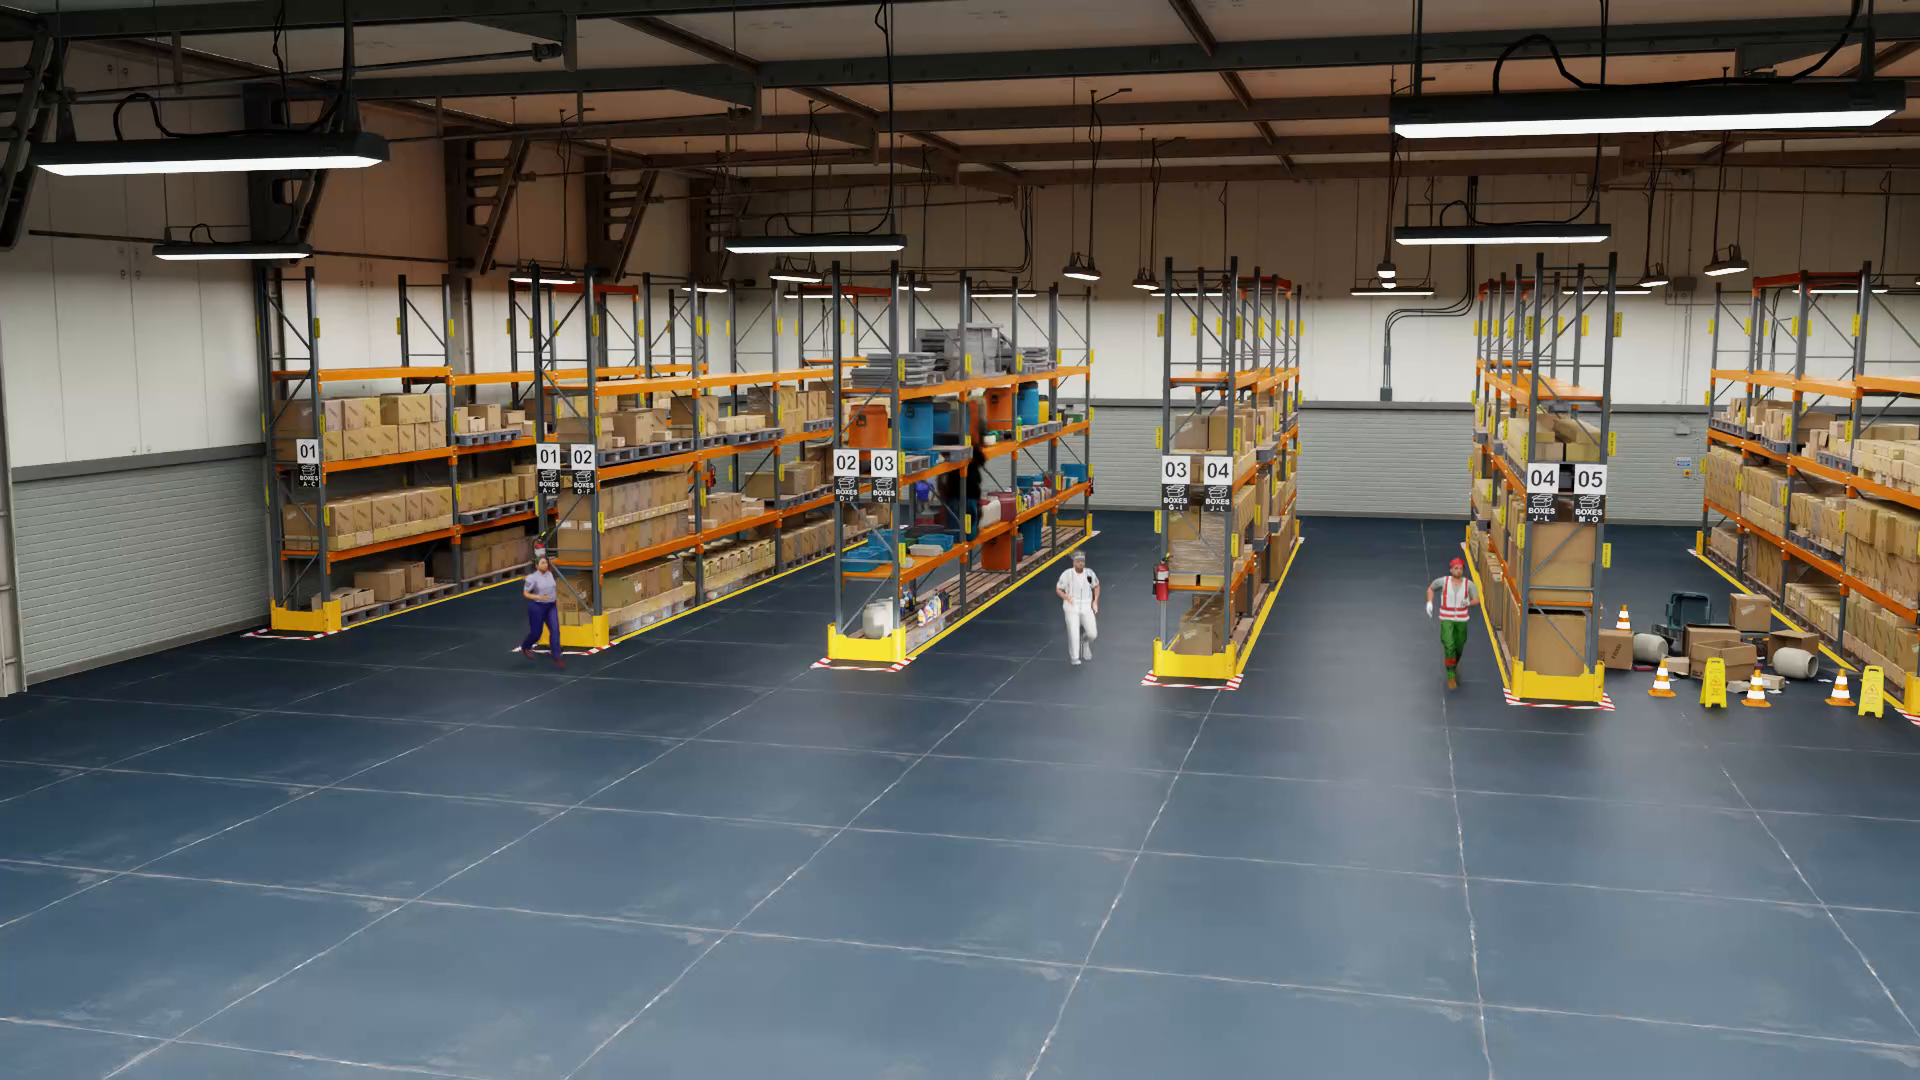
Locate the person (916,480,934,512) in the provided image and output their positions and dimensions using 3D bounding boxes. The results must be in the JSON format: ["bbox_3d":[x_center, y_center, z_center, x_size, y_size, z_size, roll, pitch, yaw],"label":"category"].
[{"bbox_3d":[-0.903,-0.755,39.841,0.534,1.421,0.516,1,7,9],"label":"person"}]

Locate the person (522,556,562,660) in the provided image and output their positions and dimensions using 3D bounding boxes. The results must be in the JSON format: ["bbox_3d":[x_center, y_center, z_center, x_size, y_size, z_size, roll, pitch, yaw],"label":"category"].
[{"bbox_3d":[-6.229,1.005,24.722,0.780,1.560,0.621,7,10,43],"label":"person"}]

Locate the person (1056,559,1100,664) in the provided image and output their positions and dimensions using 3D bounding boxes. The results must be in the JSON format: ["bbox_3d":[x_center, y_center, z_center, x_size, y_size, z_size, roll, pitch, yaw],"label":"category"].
[{"bbox_3d":[1.780,1.042,24.706,0.690,1.672,0.608,-1,7,-8],"label":"person"}]

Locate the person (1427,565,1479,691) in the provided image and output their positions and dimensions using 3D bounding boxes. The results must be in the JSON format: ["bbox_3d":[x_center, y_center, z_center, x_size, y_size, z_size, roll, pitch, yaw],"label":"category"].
[{"bbox_3d":[6.962,1.172,23.463,0.687,1.743,1.026,1,7,6],"label":"person"}]
